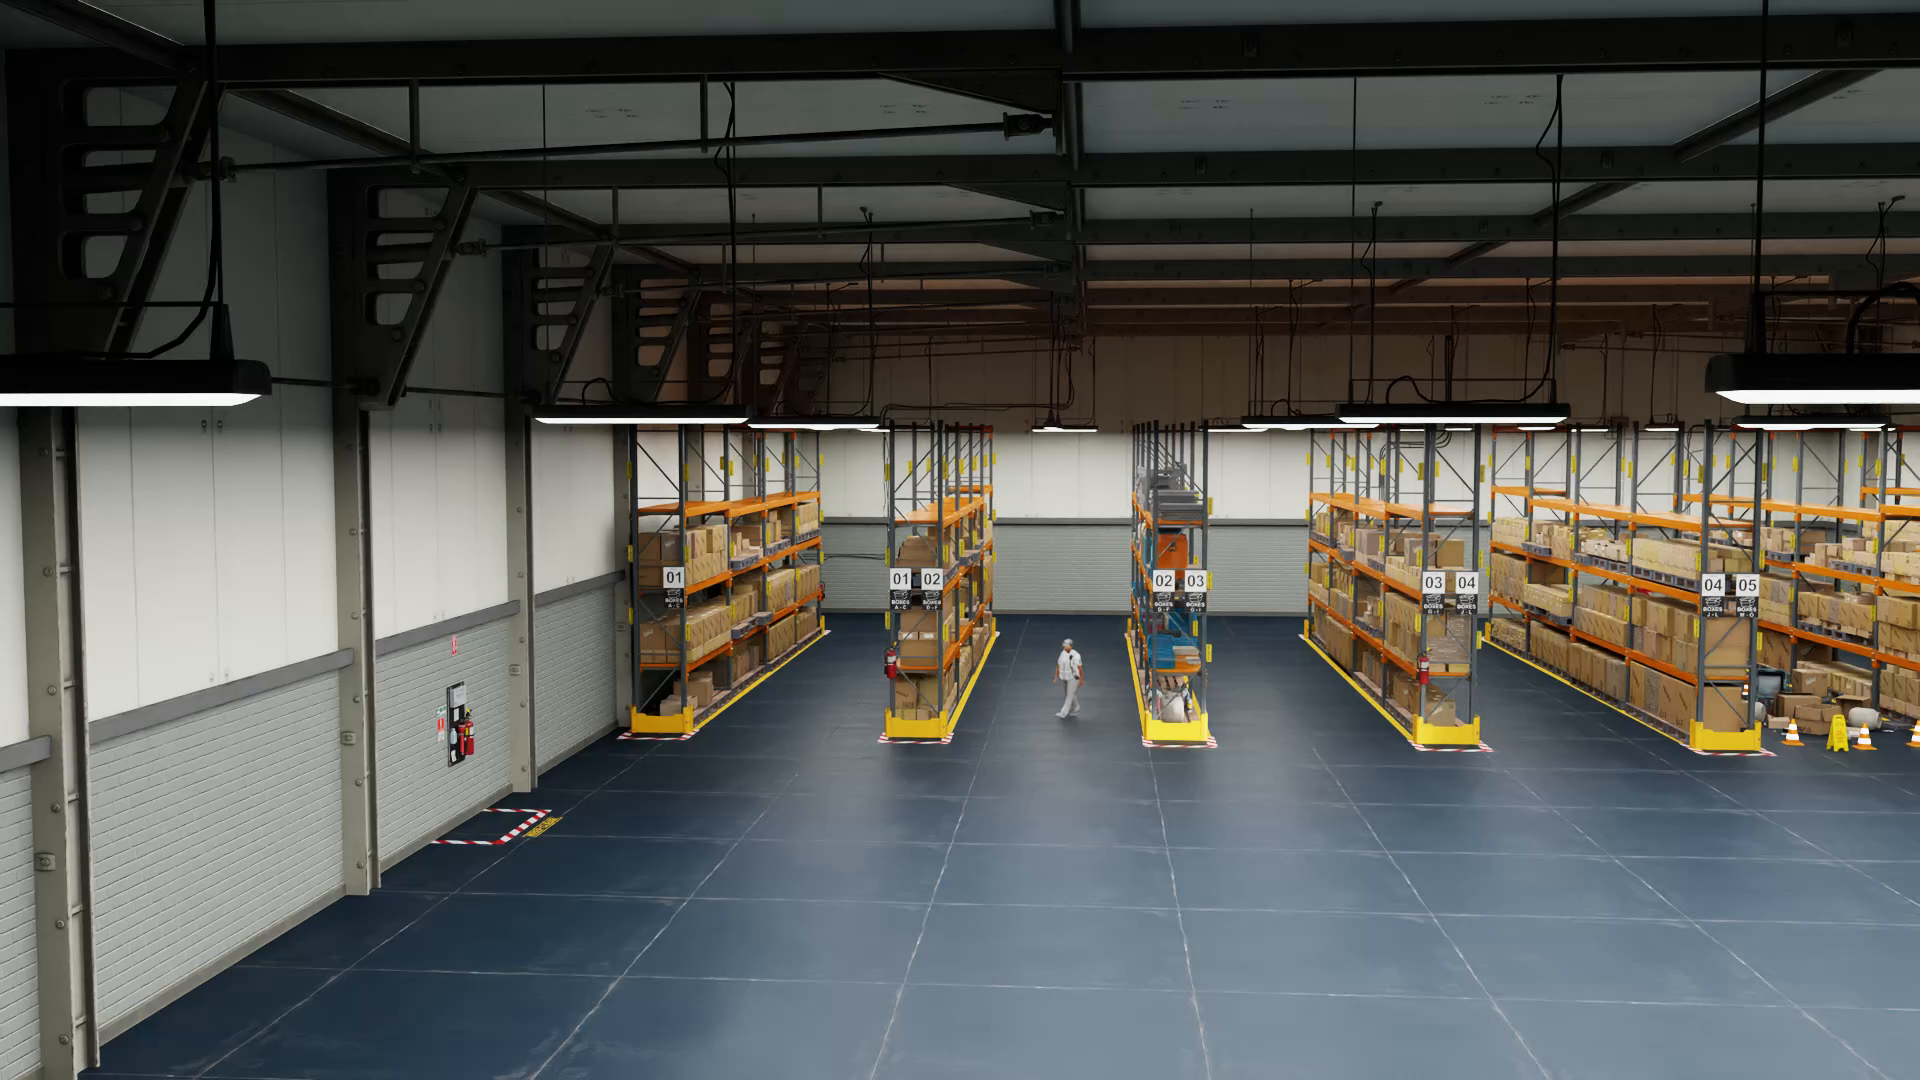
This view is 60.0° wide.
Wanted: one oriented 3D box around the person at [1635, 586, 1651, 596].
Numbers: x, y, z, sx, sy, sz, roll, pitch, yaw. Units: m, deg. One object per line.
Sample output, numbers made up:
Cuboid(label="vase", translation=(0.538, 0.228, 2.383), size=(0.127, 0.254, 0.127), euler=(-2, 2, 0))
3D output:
Cuboid(label="person", translation=(19.975, 1.796, 48.586), size=(0.990, 1.683, 0.544), euler=(0, 4, -7))

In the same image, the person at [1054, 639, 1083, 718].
Cuboid(label="person", translation=(2.146, 2.787, 33.452), size=(0.503, 1.602, 1.060), euler=(3, 5, 44))
